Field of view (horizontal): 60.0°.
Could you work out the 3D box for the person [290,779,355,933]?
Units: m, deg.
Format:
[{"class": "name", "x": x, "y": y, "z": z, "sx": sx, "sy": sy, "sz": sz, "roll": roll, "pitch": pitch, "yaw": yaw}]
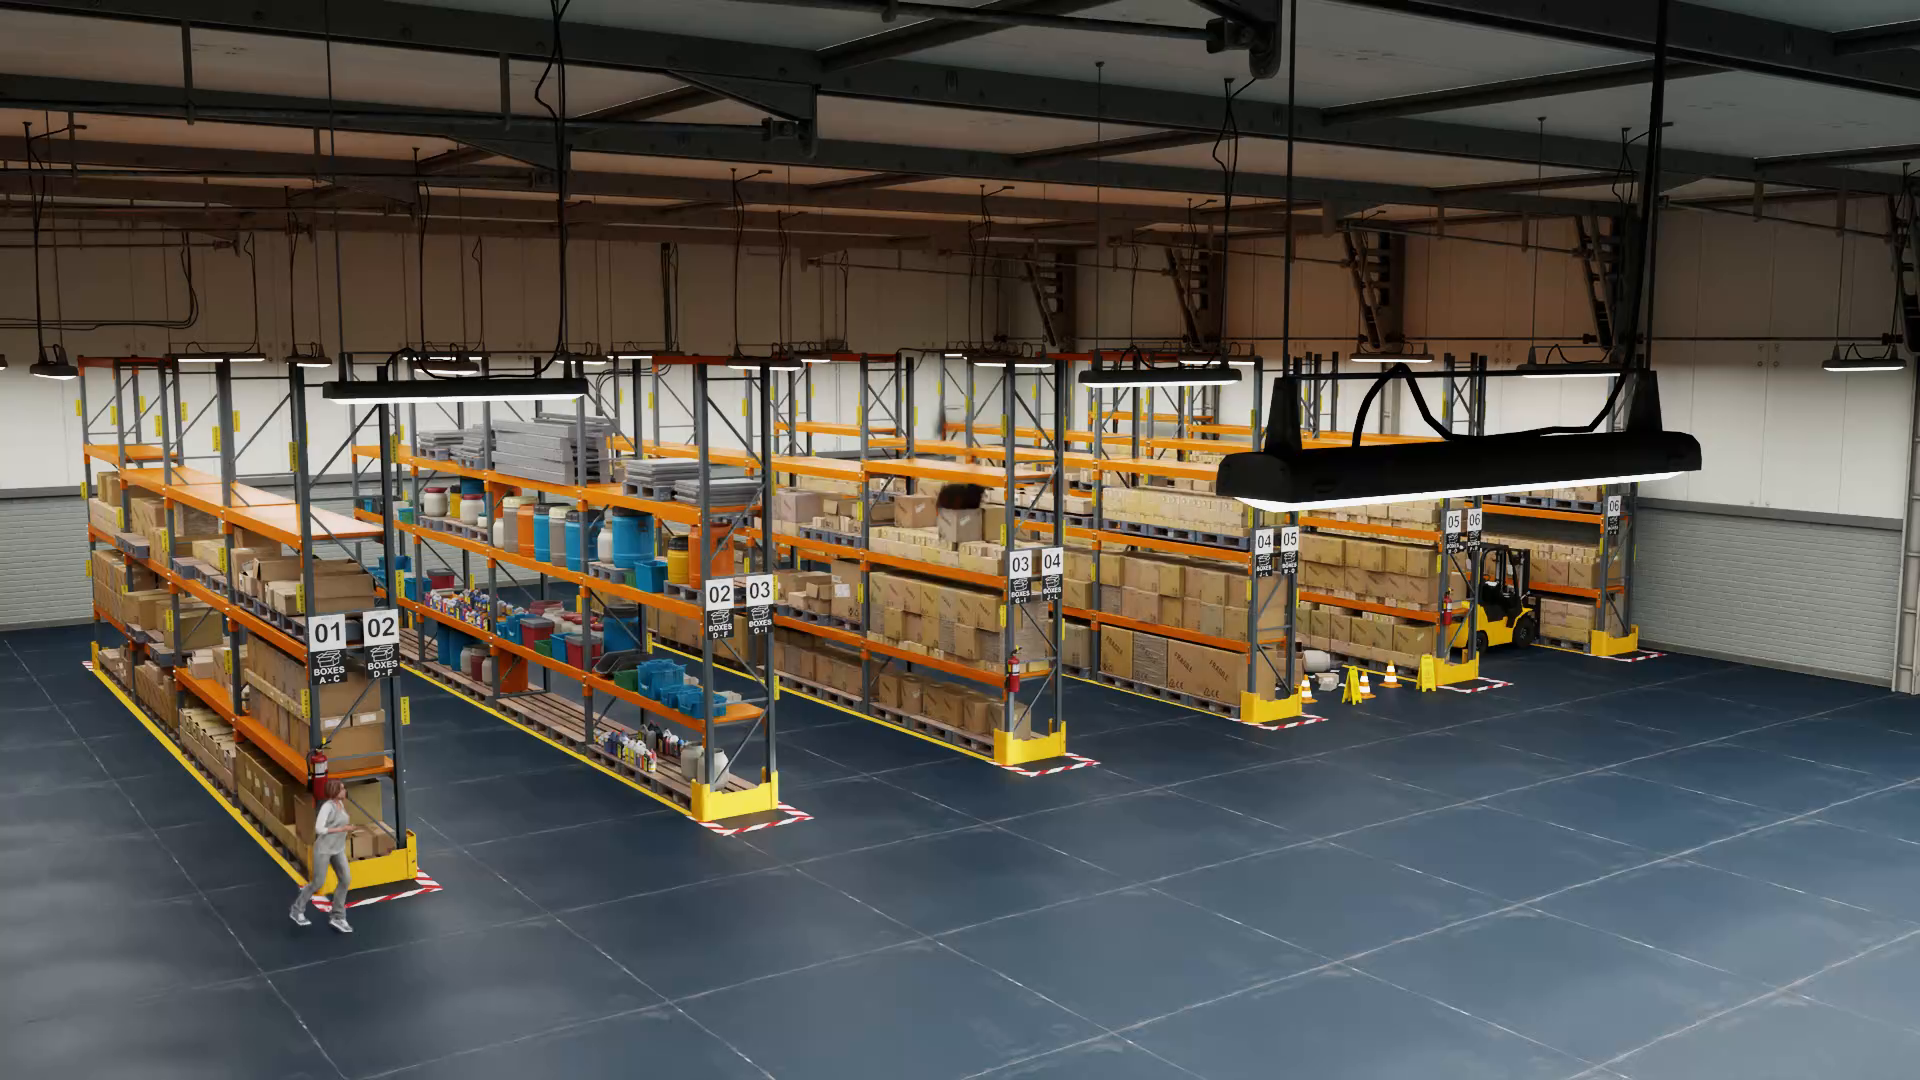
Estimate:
[{"class": "person", "x": -6.815, "y": 3.380, "z": 17.957, "sx": 0.727, "sy": 1.600, "sz": 0.564, "roll": 2, "pitch": 7, "yaw": 13}]
